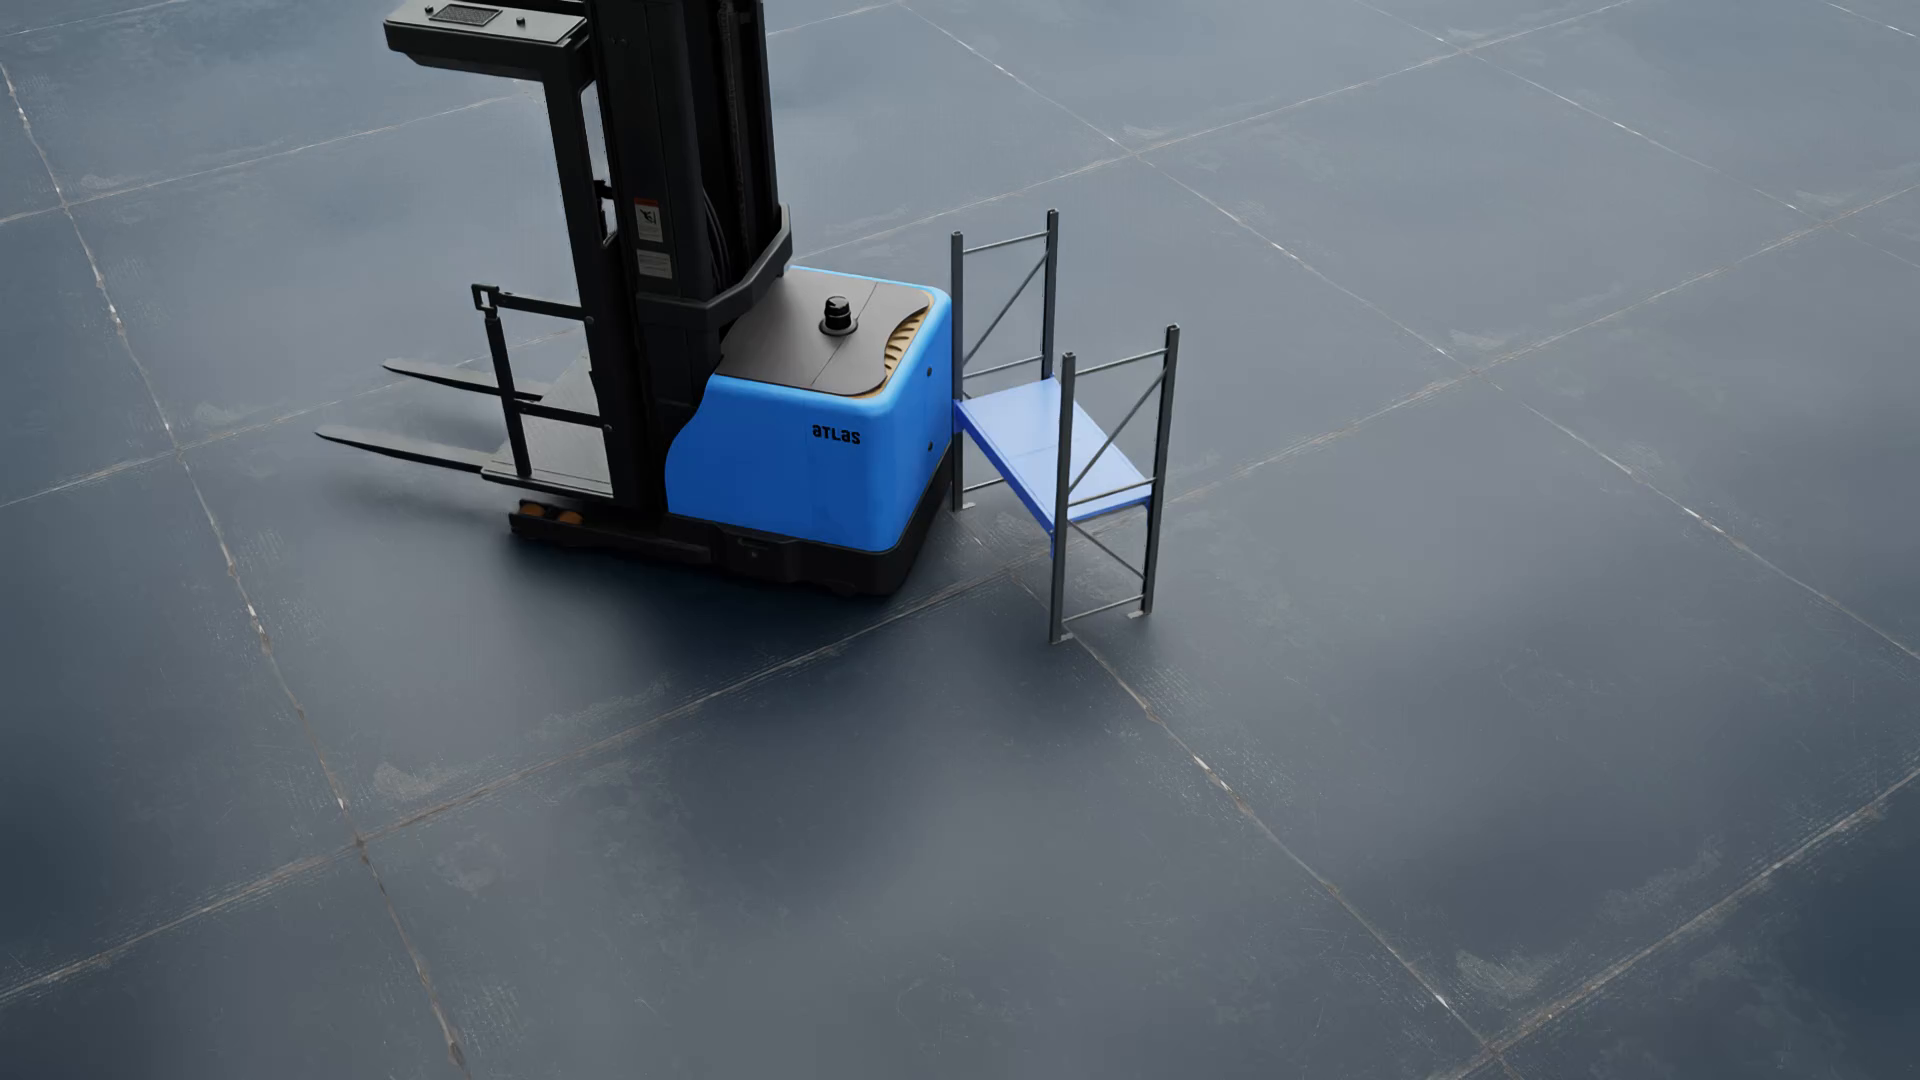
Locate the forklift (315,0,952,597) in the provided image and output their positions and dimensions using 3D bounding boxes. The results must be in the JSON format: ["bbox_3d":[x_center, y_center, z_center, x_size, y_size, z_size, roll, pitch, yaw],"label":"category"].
[{"bbox_3d":[-1.597,-1.406,7.209,3.031,2.935,1.130,11,41,13],"label":"forklift"}]

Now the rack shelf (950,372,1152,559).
[{"bbox_3d":[0.408,-0.349,7.339,0.538,0.185,1.000,-17,43,-19],"label":"rack shelf"}]

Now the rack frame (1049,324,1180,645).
[{"bbox_3d":[0.622,-0.192,6.869,0.500,1.500,0.032,-17,43,-19],"label":"rack frame"}]

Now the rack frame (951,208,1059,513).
[{"bbox_3d":[0.194,-0.782,7.578,0.500,1.500,0.032,-17,43,-19],"label":"rack frame"}]

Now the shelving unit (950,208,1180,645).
[{"bbox_3d":[0.408,-0.487,7.224,0.538,1.500,1.048,-17,43,-19],"label":"shelving unit"}]
